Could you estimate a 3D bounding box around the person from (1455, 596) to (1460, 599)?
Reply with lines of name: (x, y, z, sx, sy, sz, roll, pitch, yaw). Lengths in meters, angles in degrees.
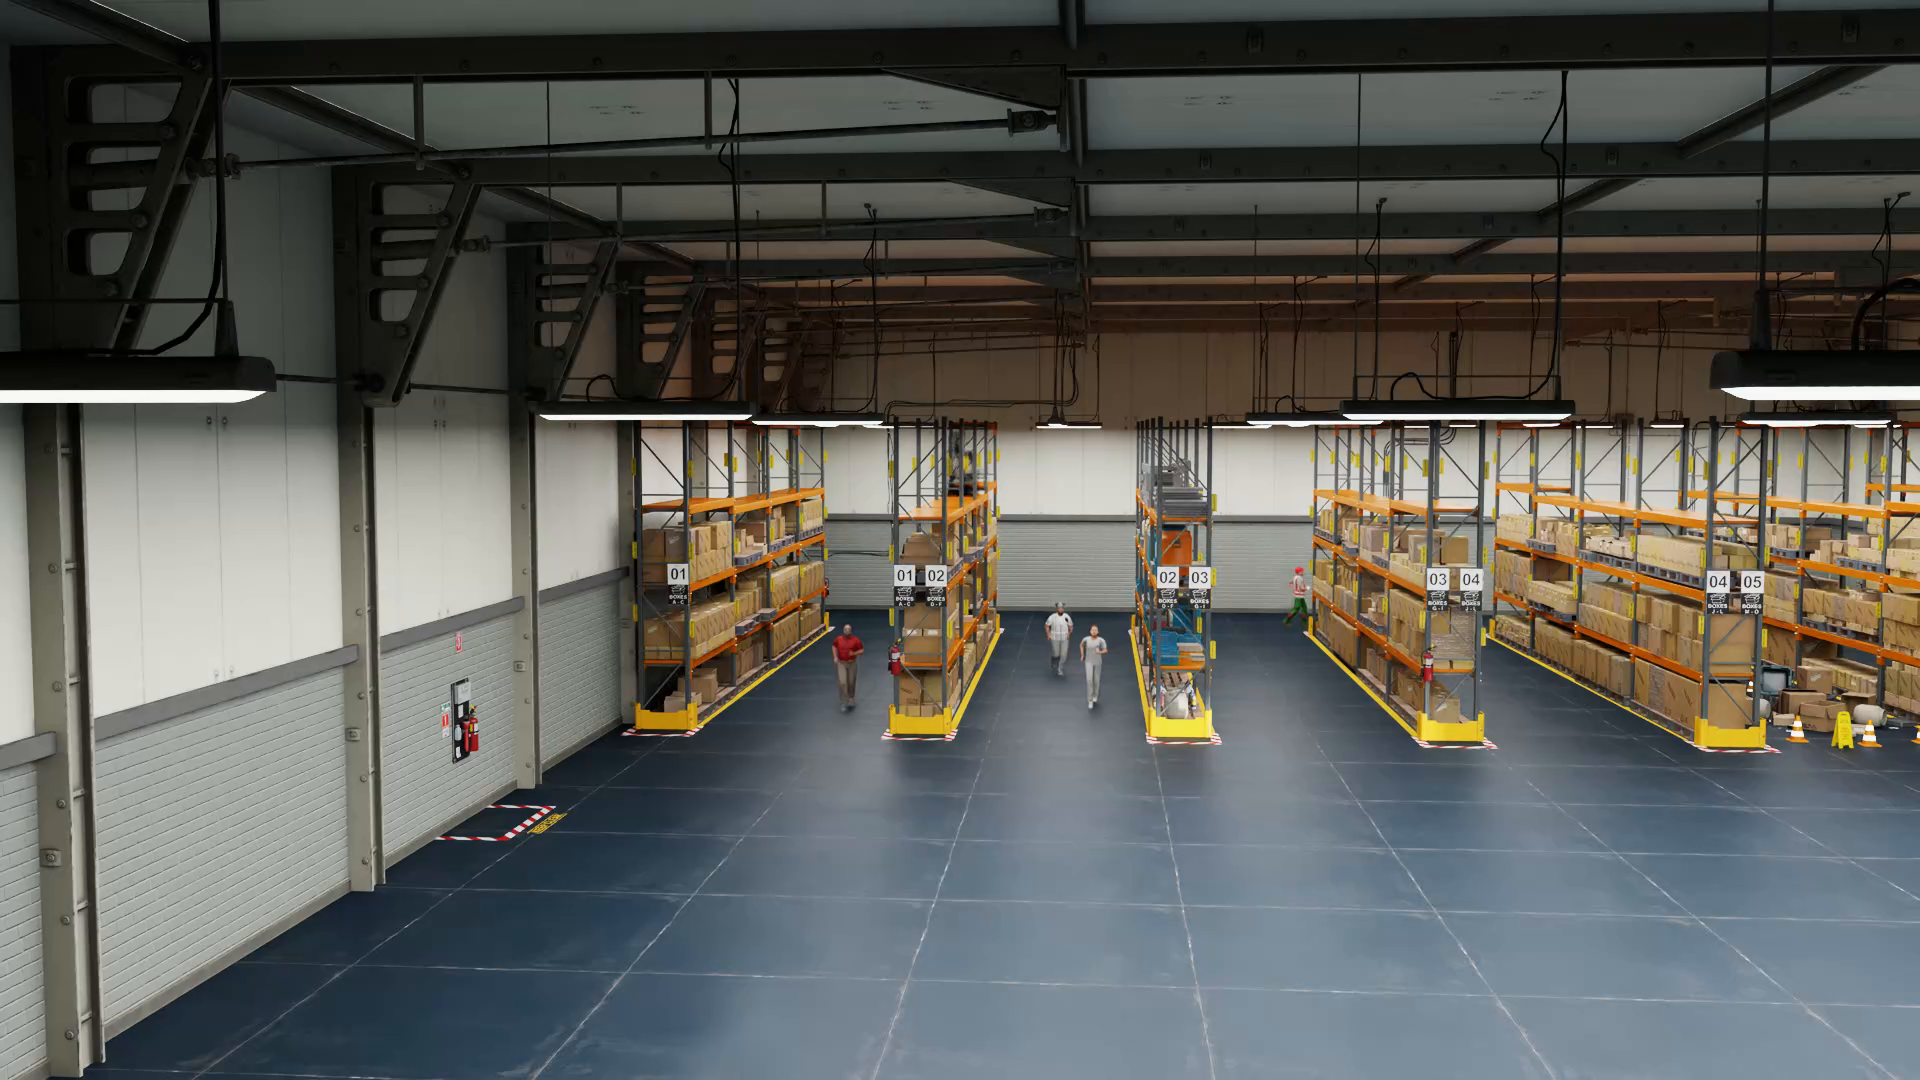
person: (13.768, 1.823, 46.872, 0.733, 1.685, 0.746, 2, 4, 26)

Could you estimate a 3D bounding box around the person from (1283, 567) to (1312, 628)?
person: (9.766, 1.686, 48.003, 0.893, 1.833, 0.642, 0, 4, 4)

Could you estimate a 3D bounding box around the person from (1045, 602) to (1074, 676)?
person: (2.352, 2.311, 39.083, 0.667, 1.736, 0.598, 0, 4, -6)

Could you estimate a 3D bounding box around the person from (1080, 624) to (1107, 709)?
person: (2.785, 2.605, 34.638, 0.555, 1.704, 0.808, 0, 4, 2)

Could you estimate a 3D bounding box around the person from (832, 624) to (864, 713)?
person: (-2.312, 2.616, 34.241, 0.652, 1.762, 0.814, 0, 4, -2)
